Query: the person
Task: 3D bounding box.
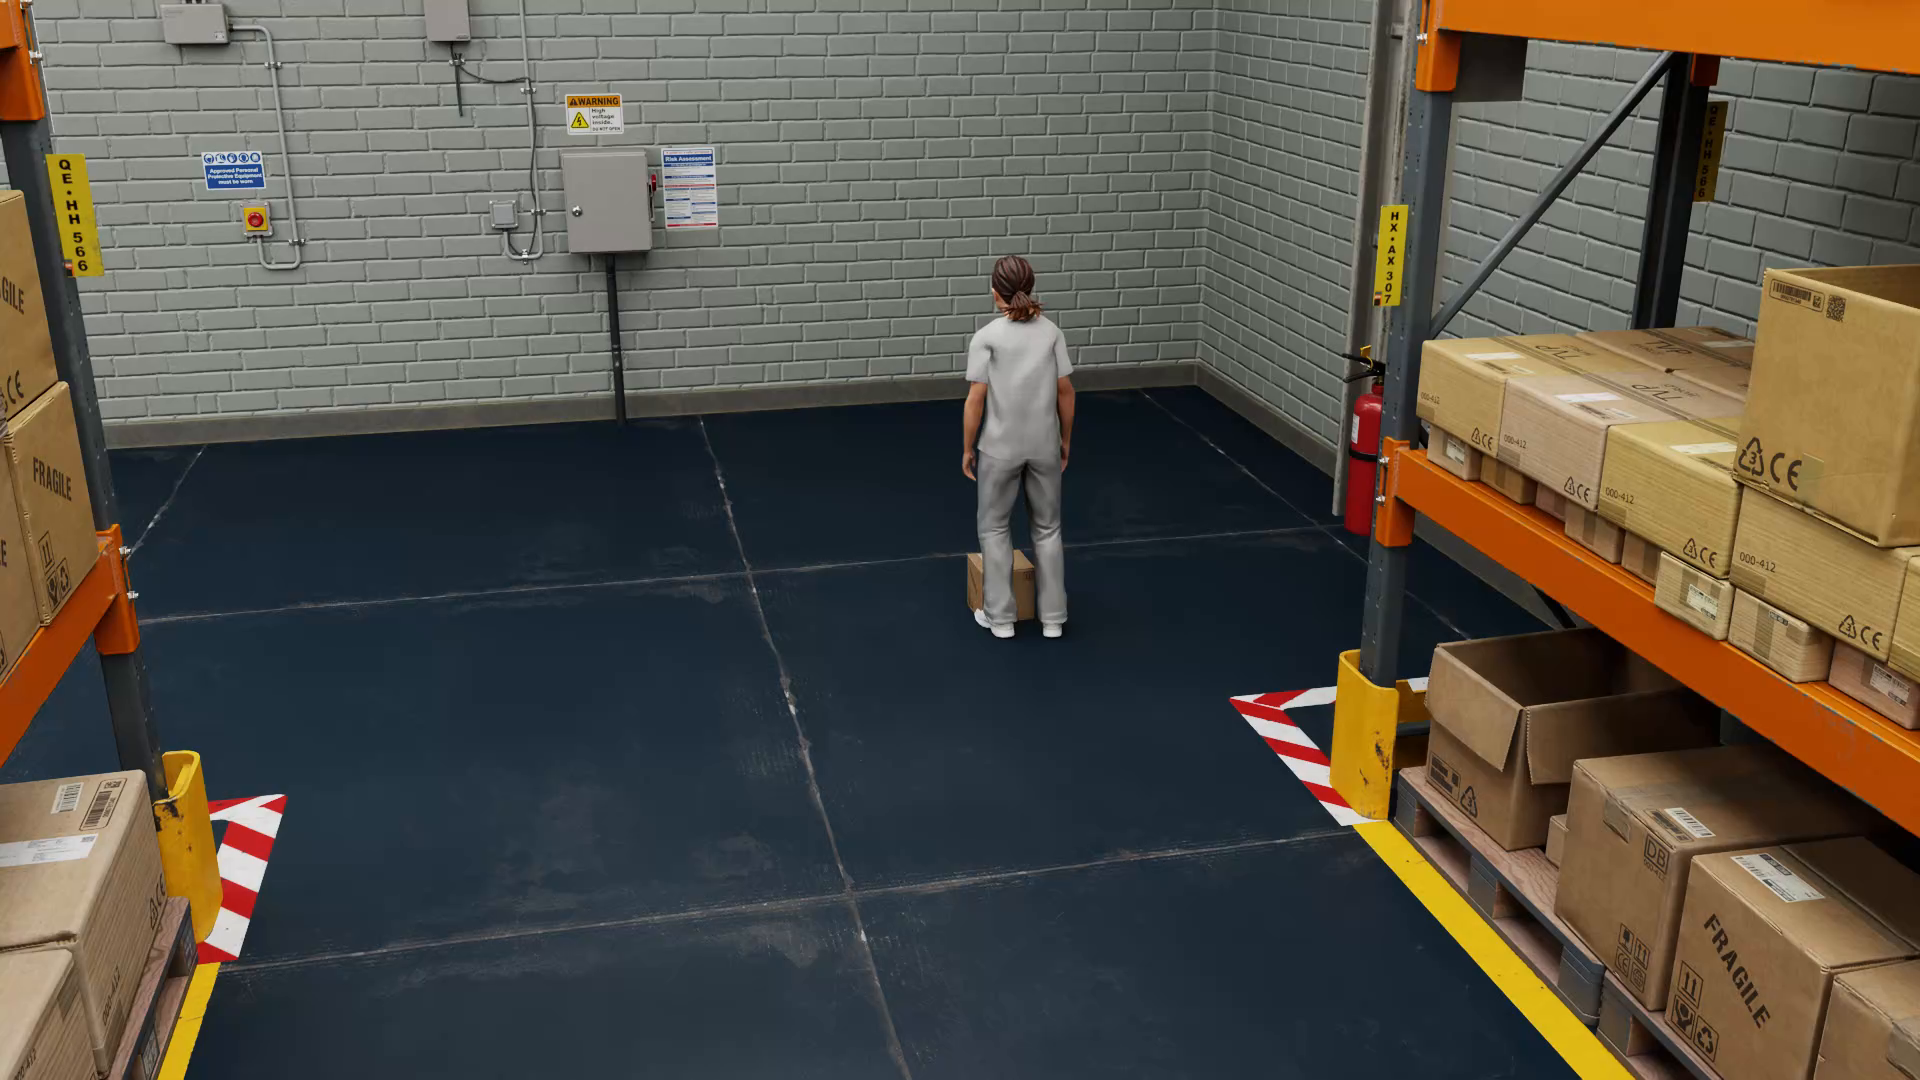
[{"bbox_3d":[0.244,-0.386,7.152,0.497,1.672,0.405,-5,20,-13],"label":"person"}]
